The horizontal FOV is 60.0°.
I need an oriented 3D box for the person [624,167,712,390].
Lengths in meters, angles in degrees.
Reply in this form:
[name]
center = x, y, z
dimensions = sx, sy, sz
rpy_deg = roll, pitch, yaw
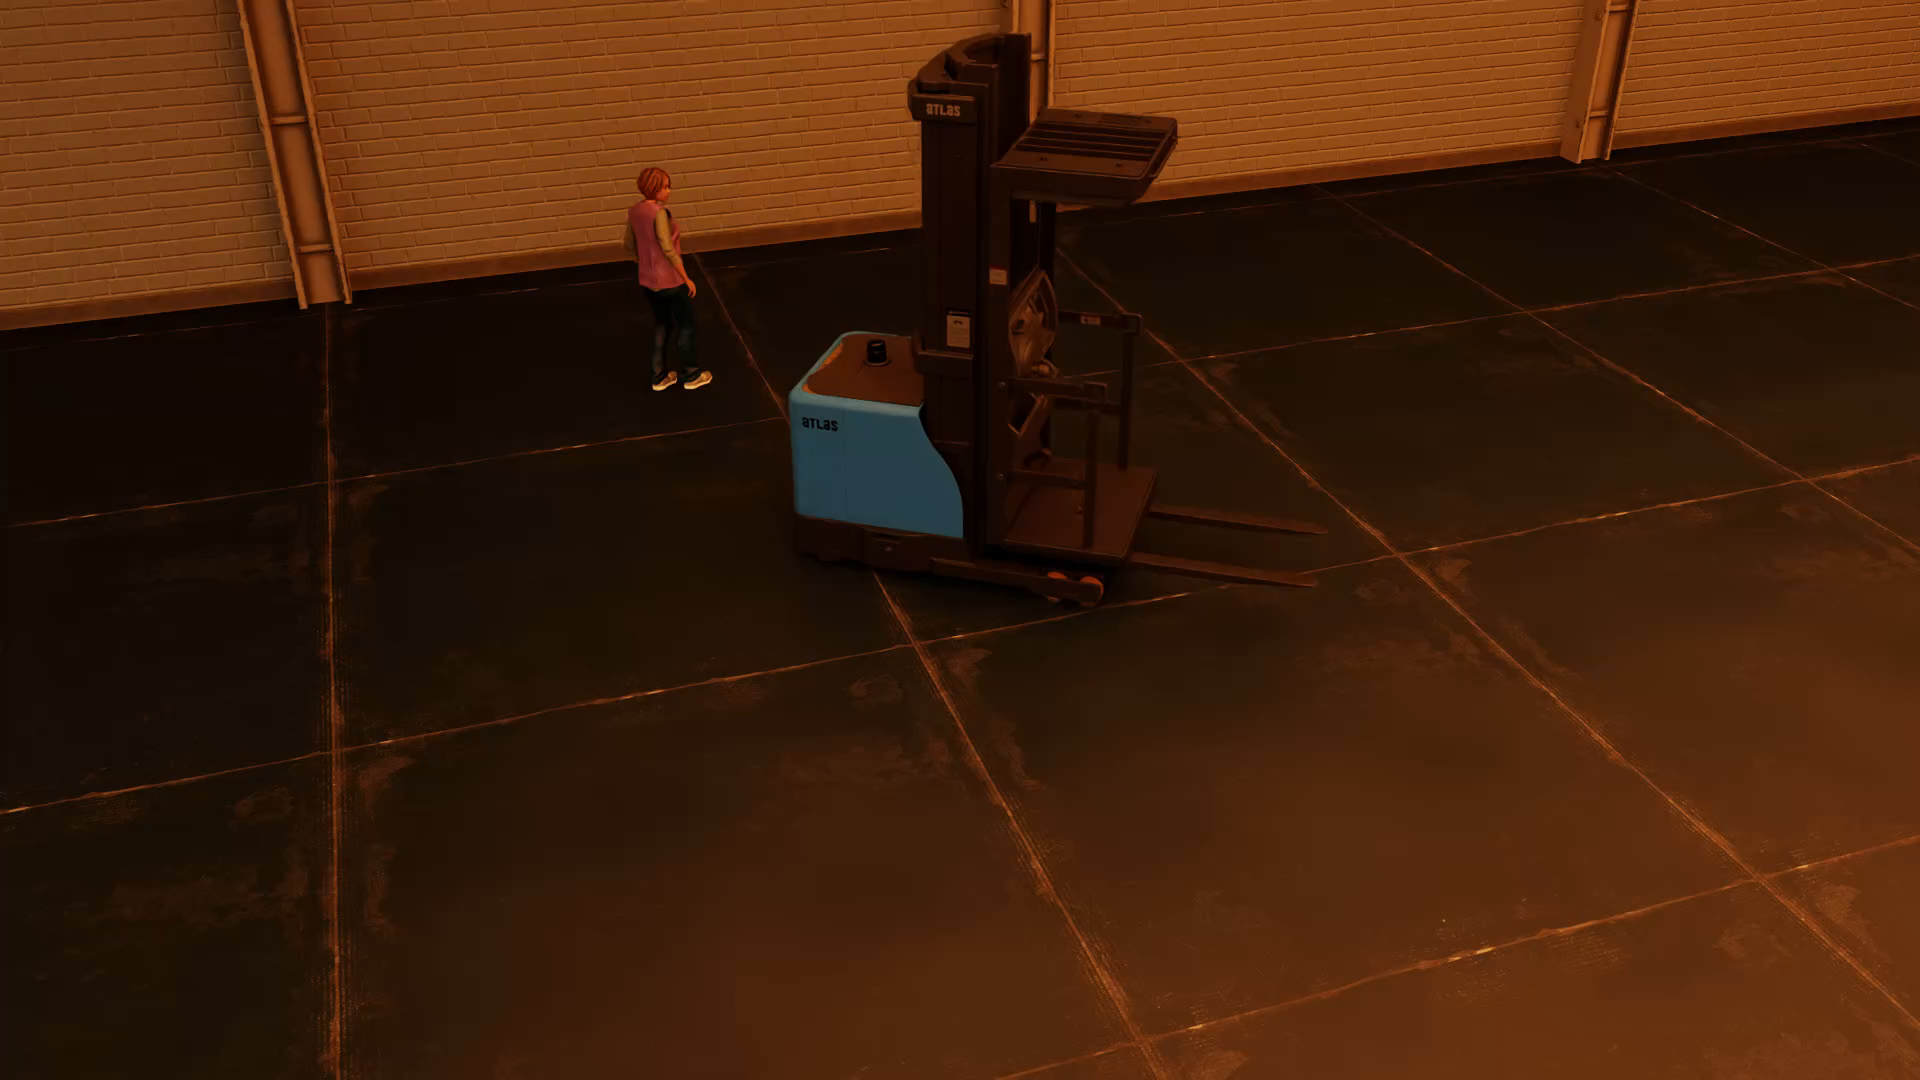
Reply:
[person]
center = -2.034, -1.810, 11.586
dimensions = 0.607, 1.587, 0.440
rpy_deg = 21, 36, 32

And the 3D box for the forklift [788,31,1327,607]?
[forklift]
center = 0.592, -1.191, 9.156
dimensions = 3.031, 2.935, 1.130
rpy_deg = 8, 31, 14
